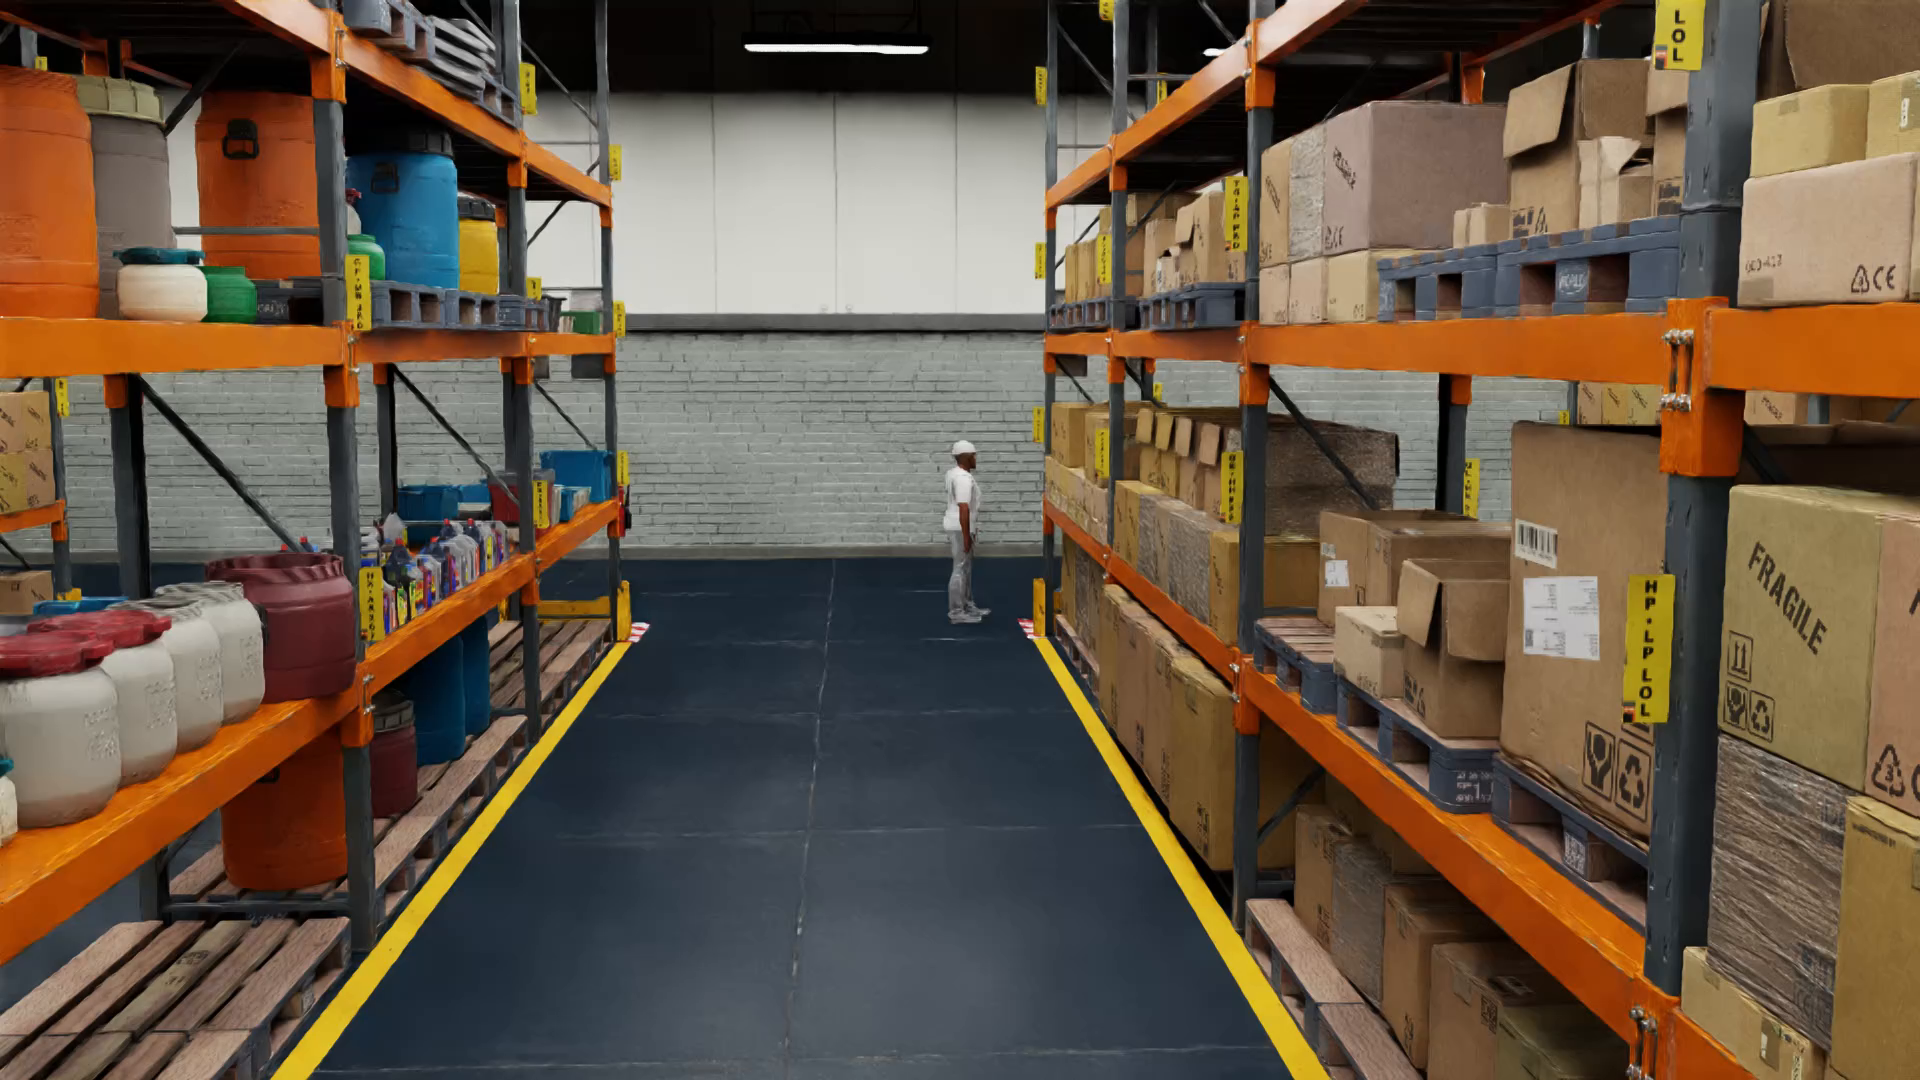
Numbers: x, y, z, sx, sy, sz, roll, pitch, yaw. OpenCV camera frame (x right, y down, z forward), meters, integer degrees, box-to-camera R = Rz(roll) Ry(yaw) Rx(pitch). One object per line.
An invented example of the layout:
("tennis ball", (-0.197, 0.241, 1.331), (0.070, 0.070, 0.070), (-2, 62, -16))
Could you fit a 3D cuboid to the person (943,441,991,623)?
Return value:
("person", (0.087, -0.085, 16.260), (0.489, 1.767, 0.646), (-1, 7, -9))
